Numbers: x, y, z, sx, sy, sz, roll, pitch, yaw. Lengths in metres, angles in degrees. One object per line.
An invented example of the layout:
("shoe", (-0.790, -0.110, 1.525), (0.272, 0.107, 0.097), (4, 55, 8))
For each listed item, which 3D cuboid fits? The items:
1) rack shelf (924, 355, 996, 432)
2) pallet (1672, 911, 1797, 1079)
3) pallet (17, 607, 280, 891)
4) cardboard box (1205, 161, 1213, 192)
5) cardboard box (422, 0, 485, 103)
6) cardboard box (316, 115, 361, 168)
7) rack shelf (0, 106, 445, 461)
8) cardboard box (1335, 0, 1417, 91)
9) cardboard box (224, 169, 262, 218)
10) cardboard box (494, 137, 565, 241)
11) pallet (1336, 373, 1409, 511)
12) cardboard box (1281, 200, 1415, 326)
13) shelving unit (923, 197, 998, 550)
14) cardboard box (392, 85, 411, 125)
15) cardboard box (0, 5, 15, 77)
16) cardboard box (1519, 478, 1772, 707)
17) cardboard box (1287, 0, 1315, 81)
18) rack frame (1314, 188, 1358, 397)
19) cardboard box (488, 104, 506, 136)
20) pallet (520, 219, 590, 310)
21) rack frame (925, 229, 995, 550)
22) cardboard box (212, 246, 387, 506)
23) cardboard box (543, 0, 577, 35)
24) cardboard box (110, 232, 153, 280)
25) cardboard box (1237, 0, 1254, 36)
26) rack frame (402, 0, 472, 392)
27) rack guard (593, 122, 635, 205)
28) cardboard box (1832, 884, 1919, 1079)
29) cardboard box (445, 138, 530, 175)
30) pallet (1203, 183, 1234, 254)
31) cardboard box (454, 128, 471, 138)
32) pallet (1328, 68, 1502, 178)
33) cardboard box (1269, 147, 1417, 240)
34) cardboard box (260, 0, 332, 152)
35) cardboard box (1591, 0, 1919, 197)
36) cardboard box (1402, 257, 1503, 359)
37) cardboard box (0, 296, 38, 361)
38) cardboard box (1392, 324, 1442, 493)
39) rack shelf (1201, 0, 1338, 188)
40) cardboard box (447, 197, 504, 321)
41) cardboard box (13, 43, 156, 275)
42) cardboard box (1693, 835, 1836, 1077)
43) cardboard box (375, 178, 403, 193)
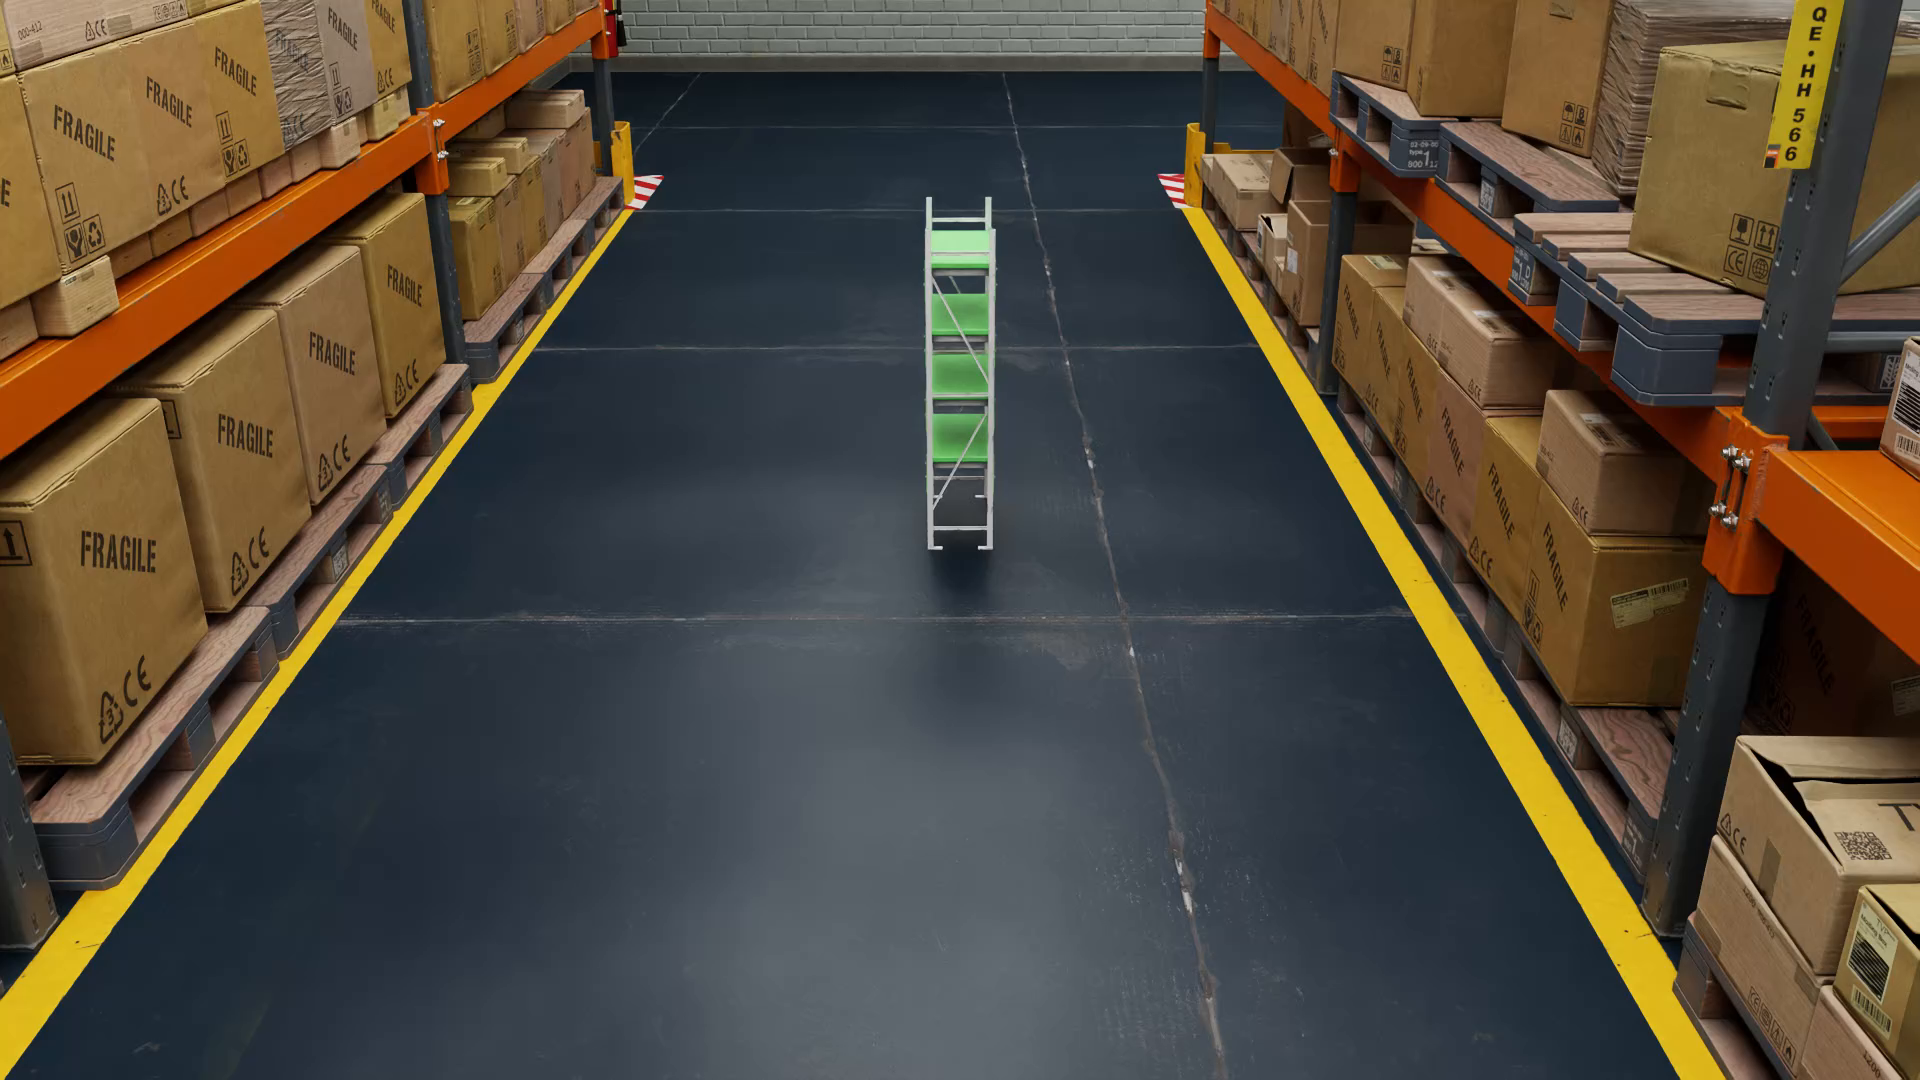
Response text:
("rack shelf", (-0.002, -0.557, 6.180), (0.258, 0.148, 0.480), (0, 24, -1))
("pallet", (2.181, 1.198, 3.345), (1.003, 0.211, 1.213), (0, 24, -1))
("pallet", (-2.676, 0.557, 4.762), (1.003, 0.211, 1.213), (0, 24, -1))
("cardboard box", (1.787, -2.341, 10.690), (0.380, 0.166, 0.250), (0, 24, -1))
("cardboard box", (-2.776, -2.397, 7.545), (0.980, 0.700, 0.700), (0, 24, 0))
("cardboard box", (-2.453, -1.474, 6.149), (0.380, 0.149, 0.250), (0, 24, -1))
("rack shelf", (-2.764, -0.885, 5.439), (1.077, 0.370, 4.000), (0, 24, -1))
("cardboard box", (1.949, -2.101, 6.624), (0.700, 0.500, 0.500), (-9, 26, -18))
("cardboard box", (-2.538, -1.160, 5.455), (0.380, 0.149, 0.250), (0, 24, 1))
("cardboard box", (-2.710, -2.036, 9.635), (0.700, 0.500, 0.500), (-1, 24, -2))
("pallet", (2.214, -0.455, 6.999), (1.003, 0.211, 1.213), (0, 24, -1))
("cardboard box", (1.878, -1.355, 8.106), (0.500, 0.500, 0.500), (0, 24, -1))
("shelving unit", (-0.002, -0.615, 6.154), (0.258, 1.200, 0.503), (0, 24, -1))
("cardboard box", (-2.499, -1.793, 6.855), (0.380, 0.149, 0.250), (0, 24, 0))
("cardboard box", (-2.490, -1.120, 3.670), (0.500, 0.250, 0.500), (0, 24, 1))
("cardboard box", (1.966, 0.142, 4.795), (0.500, 0.500, 0.500), (1, 24, 2))
("cardboard box", (1.898, -2.523, 8.067), (0.500, 0.500, 0.500), (0, 24, 1))
("rack frame", (2.167, -2.060, 7.165), (1.000, 3.000, 0.127), (0, 24, -1))
("cardboard box", (-2.915, -2.483, 9.838), (0.380, 0.149, 0.250), (0, 24, 0))
("pallet", (-2.732, -1.584, 9.495), (1.003, 0.211, 1.213), (0, 24, -1))
("rack frame", (0.001, -0.514, 5.931), (0.240, 1.200, 0.015), (0, 24, -1))
("cardboard box", (-2.636, -0.615, 6.068), (0.750, 0.750, 0.750), (0, 24, 1))
("cardboard box", (-2.795, -3.312, 9.568), (0.980, 0.700, 0.700), (0, 24, -1))
("cardboard box", (-2.564, -0.843, 4.755), (0.380, 0.149, 0.250), (0, 24, 1))
("cardboard box", (1.878, -3.151, 9.455), (0.500, 0.500, 0.500), (0, 24, -1))
("rack frame", (-2.786, -2.036, 7.113), (1.000, 3.000, 0.127), (0, 24, -1))
("rack guard", (-2.830, -2.556, 11.294), (1.175, 0.500, 0.348), (0, 24, -1))
("cardboard box", (1.937, 0.827, 2.927), (0.500, 0.311, 0.500), (-1, 24, -2))
("cardboard box", (-2.519, -2.050, 8.879), (0.380, 0.149, 0.250), (-1, 24, -2))
("pallet", (2.134, -2.078, 10.589), (1.003, 0.211, 1.213), (0, 24, -1))
("cardboard box", (-2.905, -2.169, 9.141), (0.380, 0.149, 0.250), (-1, 24, -2))
("pallet", (2.067, -1.643, 6.476), (1.003, 0.211, 1.213), (0, 24, -1))
("cardboard box", (2.142, -1.897, 9.301), (0.797, 0.503, 0.637), (0, 24, -1))
("cardboard box", (-2.516, -1.620, 5.686), (0.500, 0.500, 0.500), (0, 24, 0))
("cardboard box", (2.272, -1.286, 4.822), (0.700, 0.500, 0.500), (4, 25, 9))
("cardboard box", (1.940, -0.851, 6.081), (0.500, 0.250, 0.500), (0, 24, 0))
("cardboard box", (-2.508, -0.523, 4.048), (0.380, 0.149, 0.250), (0, 24, 0))
("cardboard box", (1.944, -0.496, 6.205), (0.500, 0.500, 0.500), (0, 24, 0))
("rack shelf", (2.146, -2.557, 9.136), (1.077, 0.370, 4.000), (0, 24, -1))
("cardboard box", (-2.692, -1.397, 8.224), (0.700, 0.500, 0.500), (0, 24, 0))
("cardboard box", (-2.488, -0.996, 4.305), (0.500, 0.500, 0.500), (1, 24, 1))
("cardboard box", (1.923, 0.867, 3.521), (0.500, 0.250, 0.500), (0, 24, -1))
("cardboard box", (-2.889, -1.632, 7.956), (0.380, 0.149, 0.250), (0, 24, -1))
